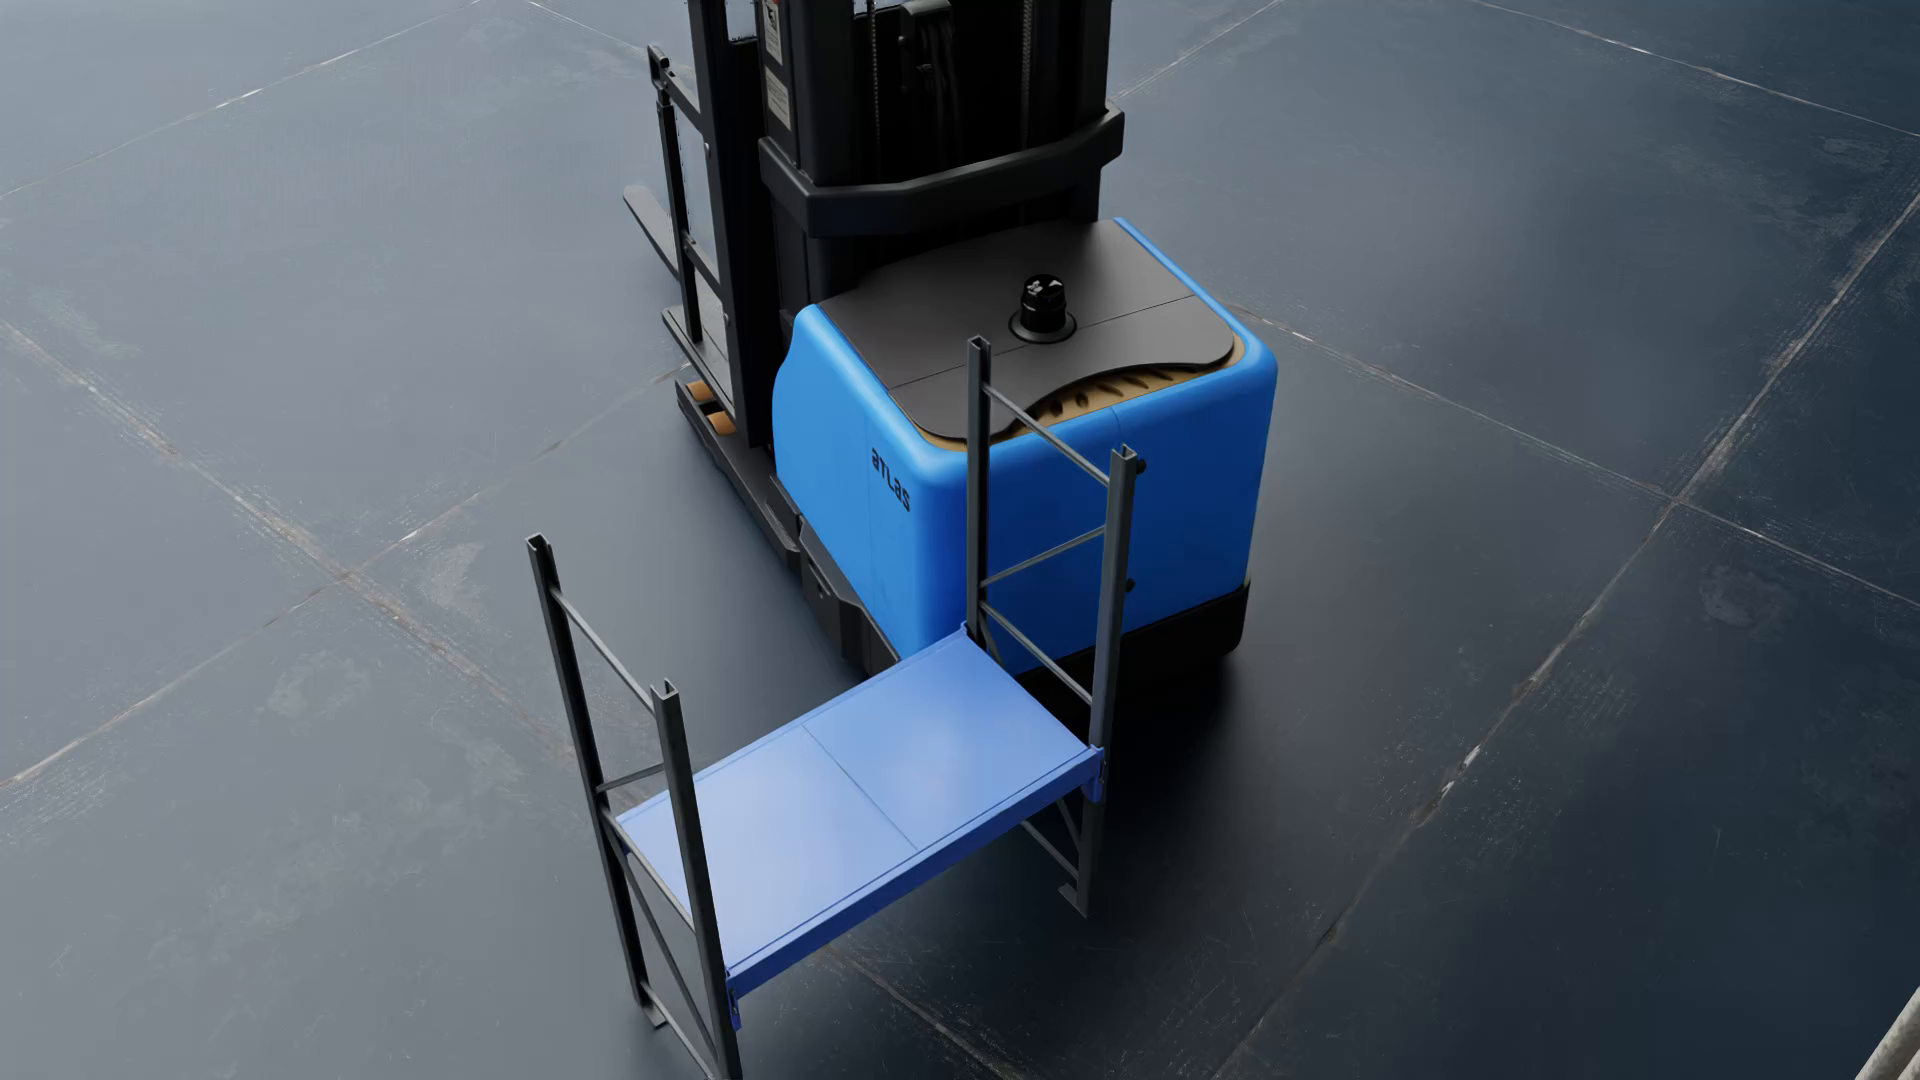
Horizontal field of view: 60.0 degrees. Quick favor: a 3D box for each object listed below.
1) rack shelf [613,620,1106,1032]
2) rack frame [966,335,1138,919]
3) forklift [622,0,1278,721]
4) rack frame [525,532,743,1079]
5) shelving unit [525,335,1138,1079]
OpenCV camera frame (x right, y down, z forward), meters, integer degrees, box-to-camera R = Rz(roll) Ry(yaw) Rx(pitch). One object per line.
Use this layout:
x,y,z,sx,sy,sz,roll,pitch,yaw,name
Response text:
-0.225,0.604,3.738,1.000,0.185,0.538,-27,49,-27,rack shelf
0.179,0.263,3.846,0.032,1.500,0.500,-27,49,-27,rack frame
-0.305,-1.476,4.694,1.130,2.935,3.031,-19,46,-20,forklift
-0.628,0.679,3.388,0.032,1.500,0.500,-27,49,-27,rack frame
-0.225,0.471,3.617,1.048,1.500,0.538,-27,49,-27,shelving unit
